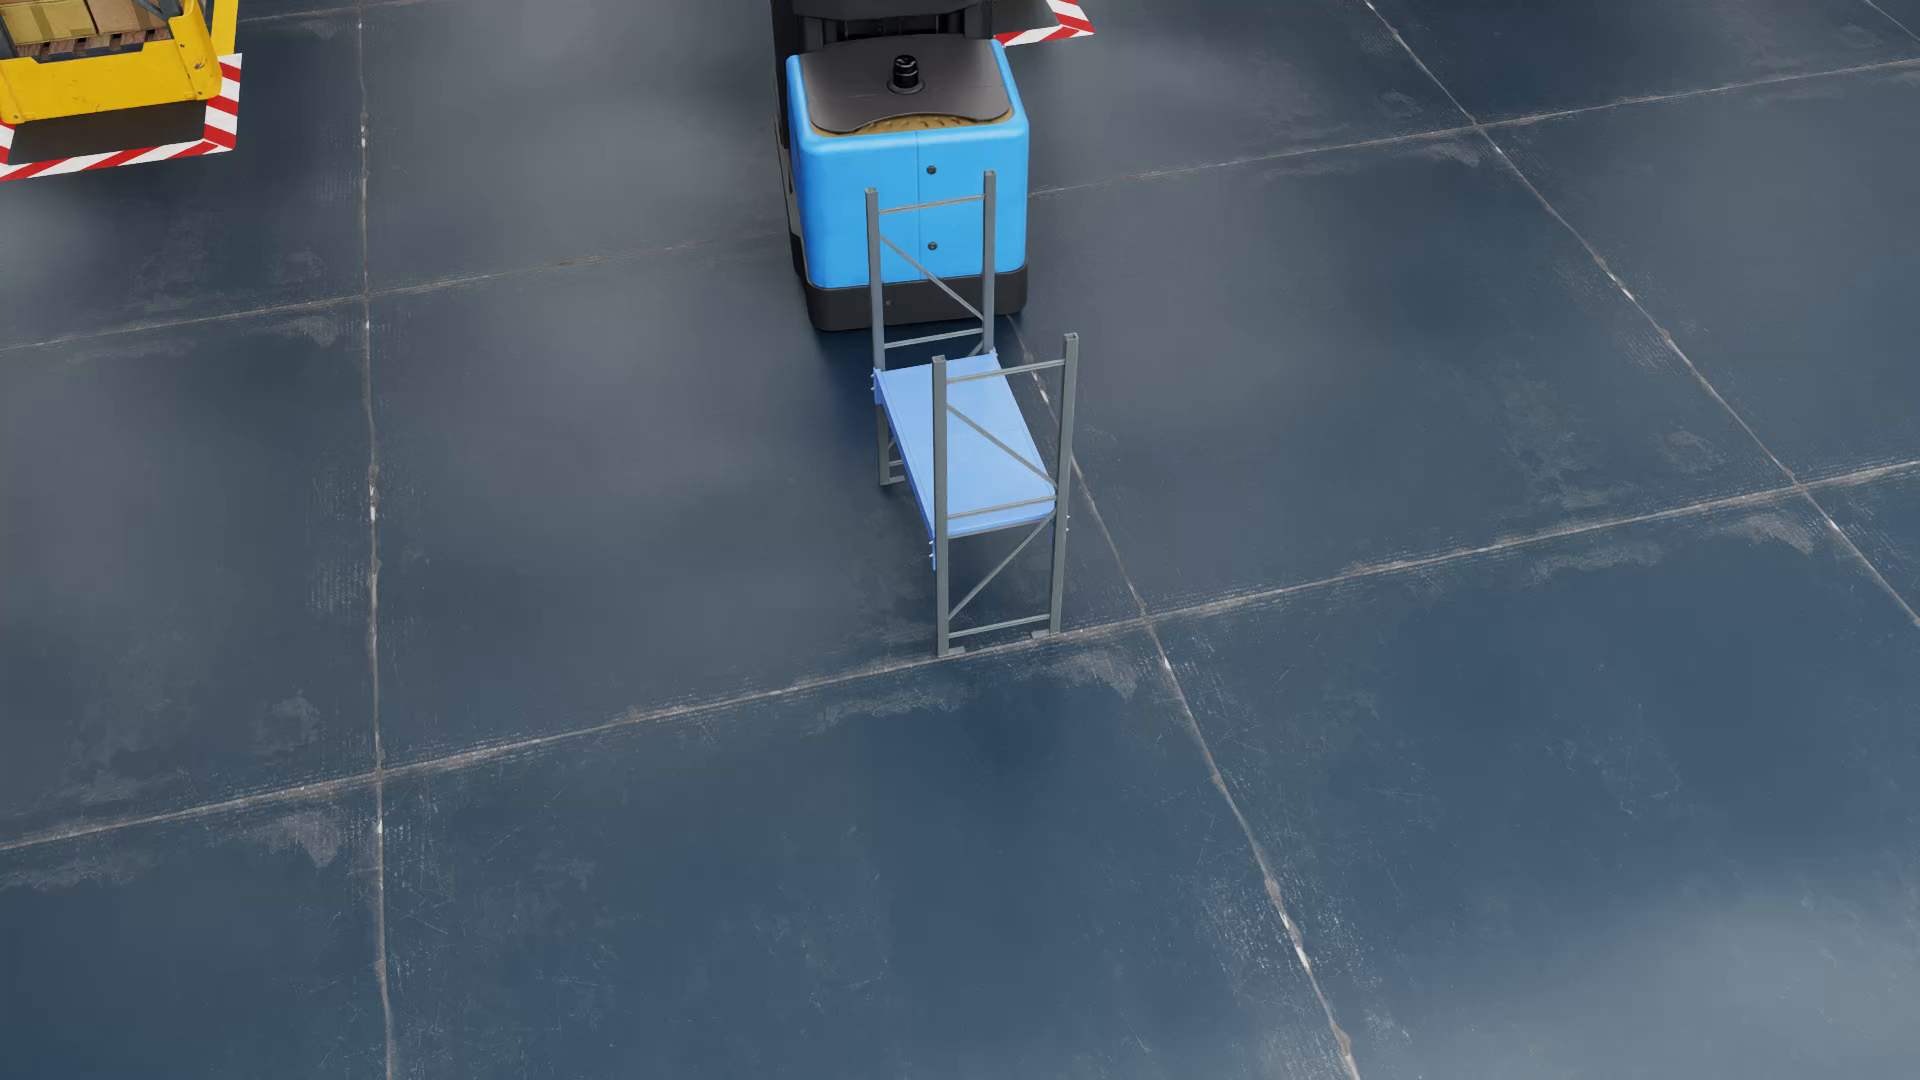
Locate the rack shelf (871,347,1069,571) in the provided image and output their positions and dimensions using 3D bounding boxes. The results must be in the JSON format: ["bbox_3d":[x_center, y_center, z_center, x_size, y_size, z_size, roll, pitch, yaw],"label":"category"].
[{"bbox_3d":[0.022,-0.340,6.536,0.538,0.185,1.000,-11,47,-10],"label":"rack shelf"}]

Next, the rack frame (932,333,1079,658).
[{"bbox_3d":[0.152,-0.115,6.063,0.500,1.500,0.032,-11,47,-10],"label":"rack frame"}]

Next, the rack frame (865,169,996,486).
[{"bbox_3d":[-0.108,-0.817,6.751,0.500,1.500,0.032,-11,47,-10],"label":"rack frame"}]

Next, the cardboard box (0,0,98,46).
[{"bbox_3d":[-5.253,-3.101,9.571,0.500,0.250,0.500,-11,47,-10],"label":"cardboard box"}]

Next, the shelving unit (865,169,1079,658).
[{"bbox_3d":[0.022,-0.466,6.407,0.538,1.500,1.048,-11,47,-10],"label":"shelving unit"}]

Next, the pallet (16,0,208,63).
[{"bbox_3d":[-5.066,-3.145,9.935,1.003,0.211,1.213,-11,47,-10],"label":"pallet"}]

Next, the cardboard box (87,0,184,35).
[{"bbox_3d":[-4.752,-3.196,9.664,0.500,0.250,0.500,-11,47,-10],"label":"cardboard box"}]

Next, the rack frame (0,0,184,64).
[{"bbox_3d":[-4.830,-3.600,8.429,1.000,3.000,0.127,-11,47,-10],"label":"rack frame"}]

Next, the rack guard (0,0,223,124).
[{"bbox_3d":[-4.824,-2.709,9.305,1.175,0.500,0.348,-11,47,-10],"label":"rack guard"}]

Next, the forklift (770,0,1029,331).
[{"bbox_3d":[-0.415,-3.080,7.967,1.130,2.935,3.031,-6,46,-6],"label":"forklift"}]
